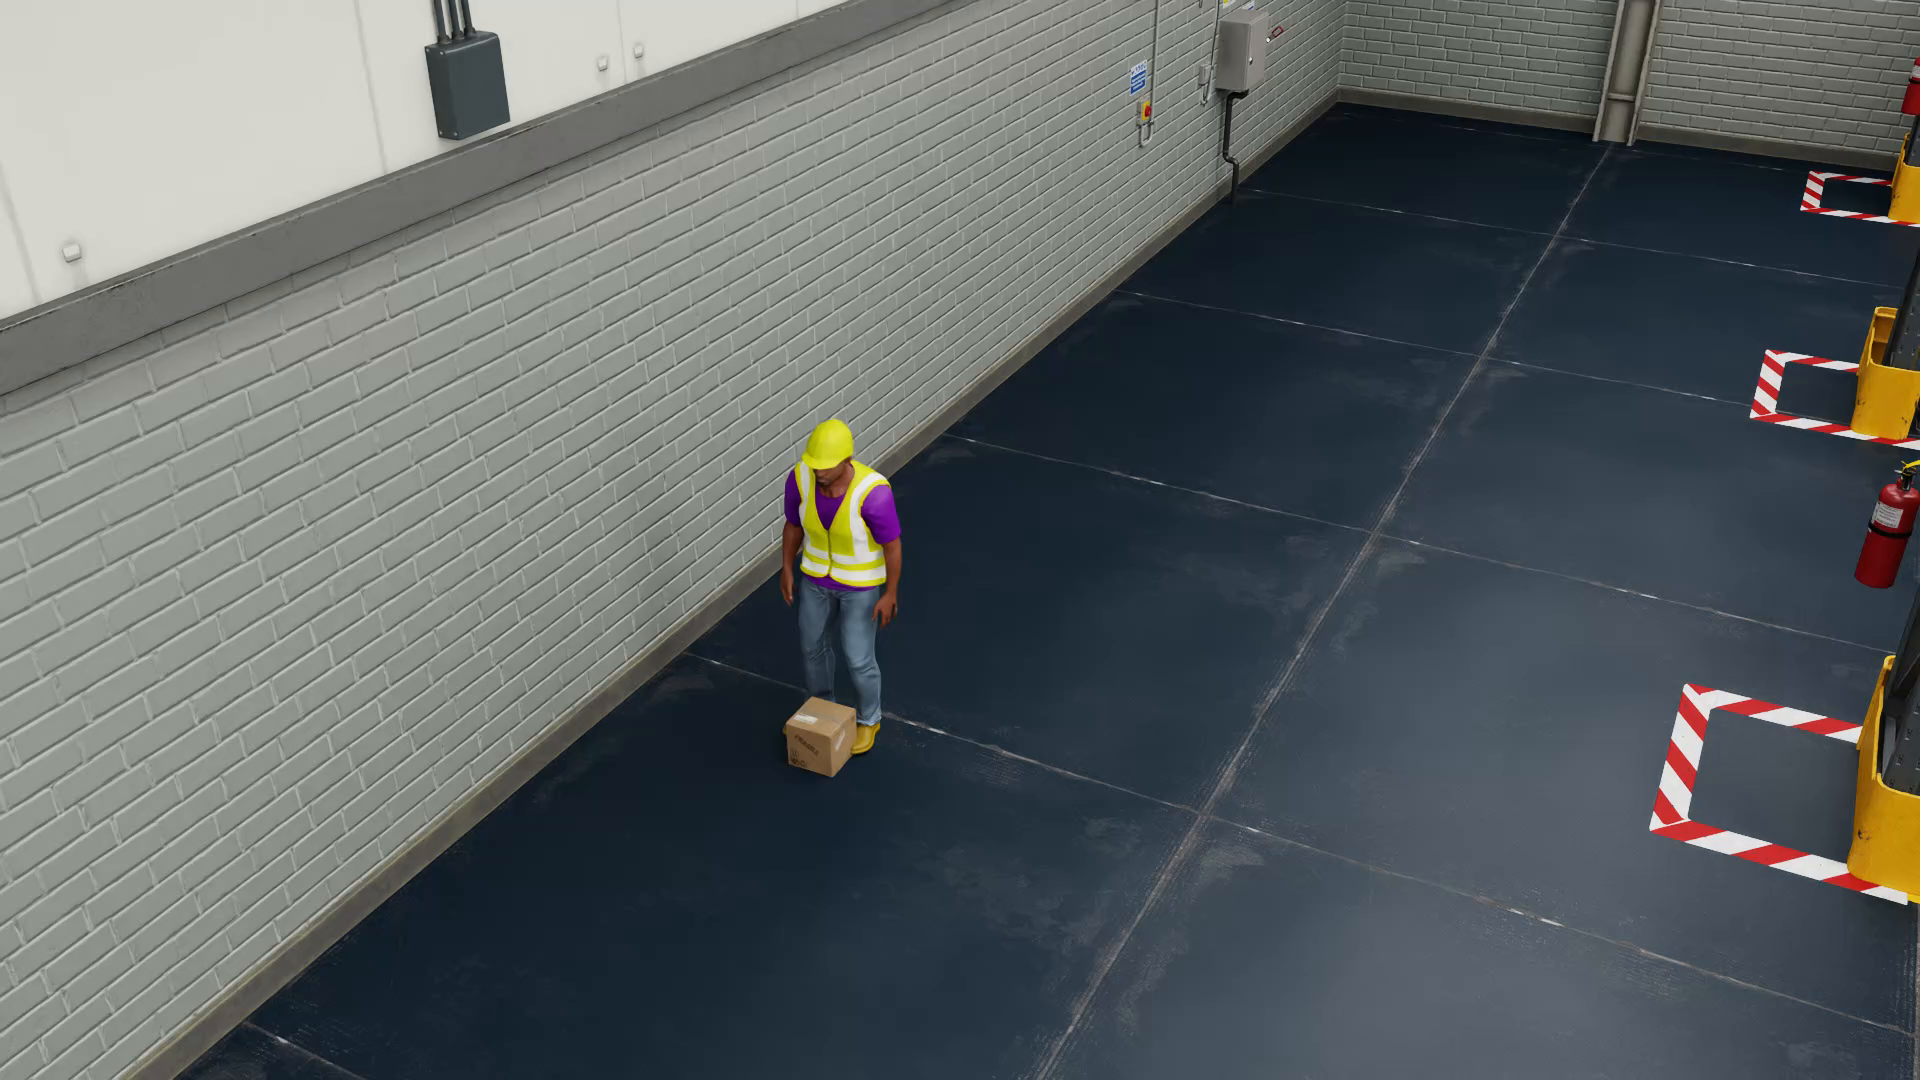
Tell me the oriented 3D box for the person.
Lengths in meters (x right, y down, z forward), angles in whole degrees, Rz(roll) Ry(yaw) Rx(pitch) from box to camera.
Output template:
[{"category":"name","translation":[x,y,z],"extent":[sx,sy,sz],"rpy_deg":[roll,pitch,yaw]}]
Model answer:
[{"category":"person","translation":[-0.579,0.203,7.921],"extent":[0.621,1.759,0.461],"rpy_deg":[13,32,21]}]
